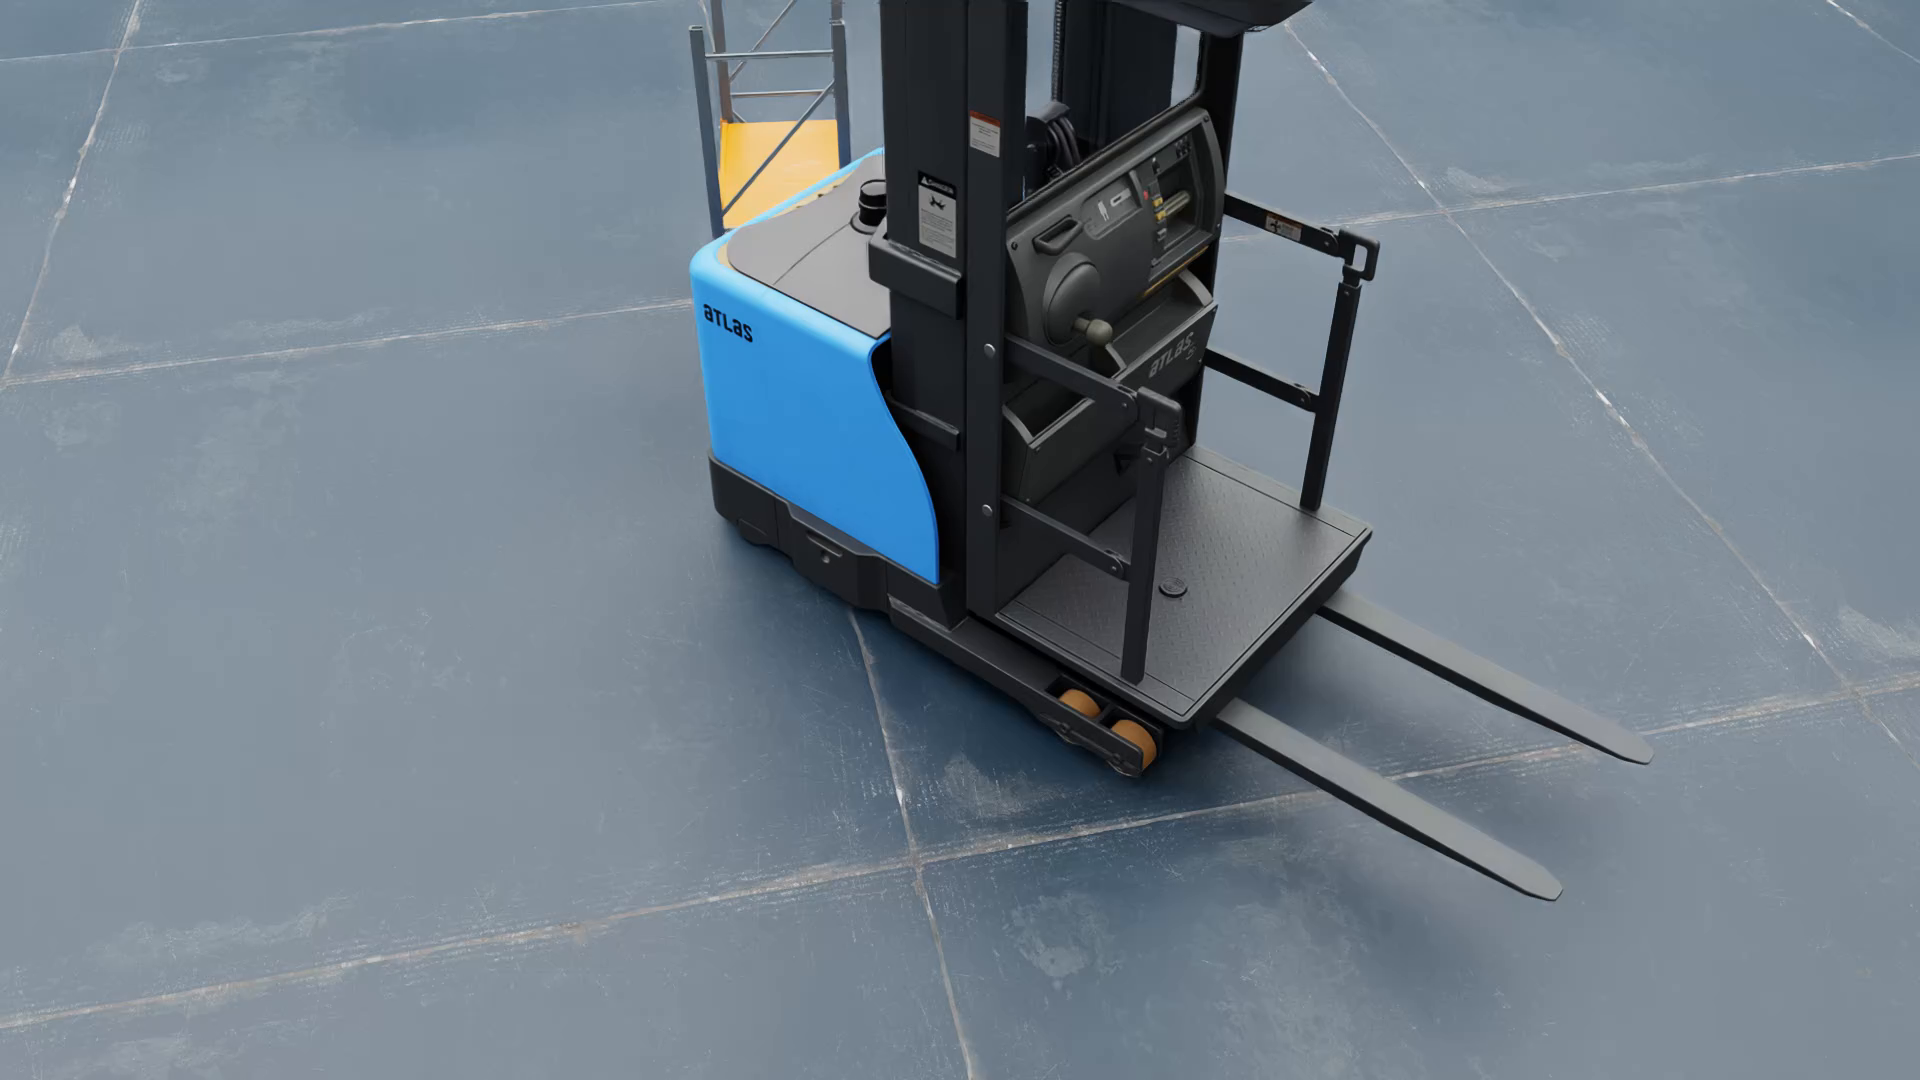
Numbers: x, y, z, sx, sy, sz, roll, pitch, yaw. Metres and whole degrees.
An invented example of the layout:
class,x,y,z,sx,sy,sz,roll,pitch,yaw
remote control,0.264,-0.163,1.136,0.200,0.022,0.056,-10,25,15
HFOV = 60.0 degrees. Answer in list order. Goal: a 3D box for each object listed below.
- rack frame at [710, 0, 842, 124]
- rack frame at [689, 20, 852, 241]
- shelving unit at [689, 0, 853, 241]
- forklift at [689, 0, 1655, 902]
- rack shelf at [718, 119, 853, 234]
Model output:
class,x,y,z,sx,sy,sz,roll,pitch,yaw
rack frame,-0.704,-1.772,6.617,0.500,1.500,0.032,-3,42,-3
rack frame,-0.622,-1.100,5.859,0.500,1.500,0.032,-3,42,-3
shelving unit,-0.662,-1.430,6.231,0.587,1.500,1.083,-3,42,-3
forklift,0.602,-0.795,4.437,3.031,2.935,1.130,29,49,28
rack shelf,-0.663,-1.301,6.357,0.538,0.185,1.000,-3,42,-3
